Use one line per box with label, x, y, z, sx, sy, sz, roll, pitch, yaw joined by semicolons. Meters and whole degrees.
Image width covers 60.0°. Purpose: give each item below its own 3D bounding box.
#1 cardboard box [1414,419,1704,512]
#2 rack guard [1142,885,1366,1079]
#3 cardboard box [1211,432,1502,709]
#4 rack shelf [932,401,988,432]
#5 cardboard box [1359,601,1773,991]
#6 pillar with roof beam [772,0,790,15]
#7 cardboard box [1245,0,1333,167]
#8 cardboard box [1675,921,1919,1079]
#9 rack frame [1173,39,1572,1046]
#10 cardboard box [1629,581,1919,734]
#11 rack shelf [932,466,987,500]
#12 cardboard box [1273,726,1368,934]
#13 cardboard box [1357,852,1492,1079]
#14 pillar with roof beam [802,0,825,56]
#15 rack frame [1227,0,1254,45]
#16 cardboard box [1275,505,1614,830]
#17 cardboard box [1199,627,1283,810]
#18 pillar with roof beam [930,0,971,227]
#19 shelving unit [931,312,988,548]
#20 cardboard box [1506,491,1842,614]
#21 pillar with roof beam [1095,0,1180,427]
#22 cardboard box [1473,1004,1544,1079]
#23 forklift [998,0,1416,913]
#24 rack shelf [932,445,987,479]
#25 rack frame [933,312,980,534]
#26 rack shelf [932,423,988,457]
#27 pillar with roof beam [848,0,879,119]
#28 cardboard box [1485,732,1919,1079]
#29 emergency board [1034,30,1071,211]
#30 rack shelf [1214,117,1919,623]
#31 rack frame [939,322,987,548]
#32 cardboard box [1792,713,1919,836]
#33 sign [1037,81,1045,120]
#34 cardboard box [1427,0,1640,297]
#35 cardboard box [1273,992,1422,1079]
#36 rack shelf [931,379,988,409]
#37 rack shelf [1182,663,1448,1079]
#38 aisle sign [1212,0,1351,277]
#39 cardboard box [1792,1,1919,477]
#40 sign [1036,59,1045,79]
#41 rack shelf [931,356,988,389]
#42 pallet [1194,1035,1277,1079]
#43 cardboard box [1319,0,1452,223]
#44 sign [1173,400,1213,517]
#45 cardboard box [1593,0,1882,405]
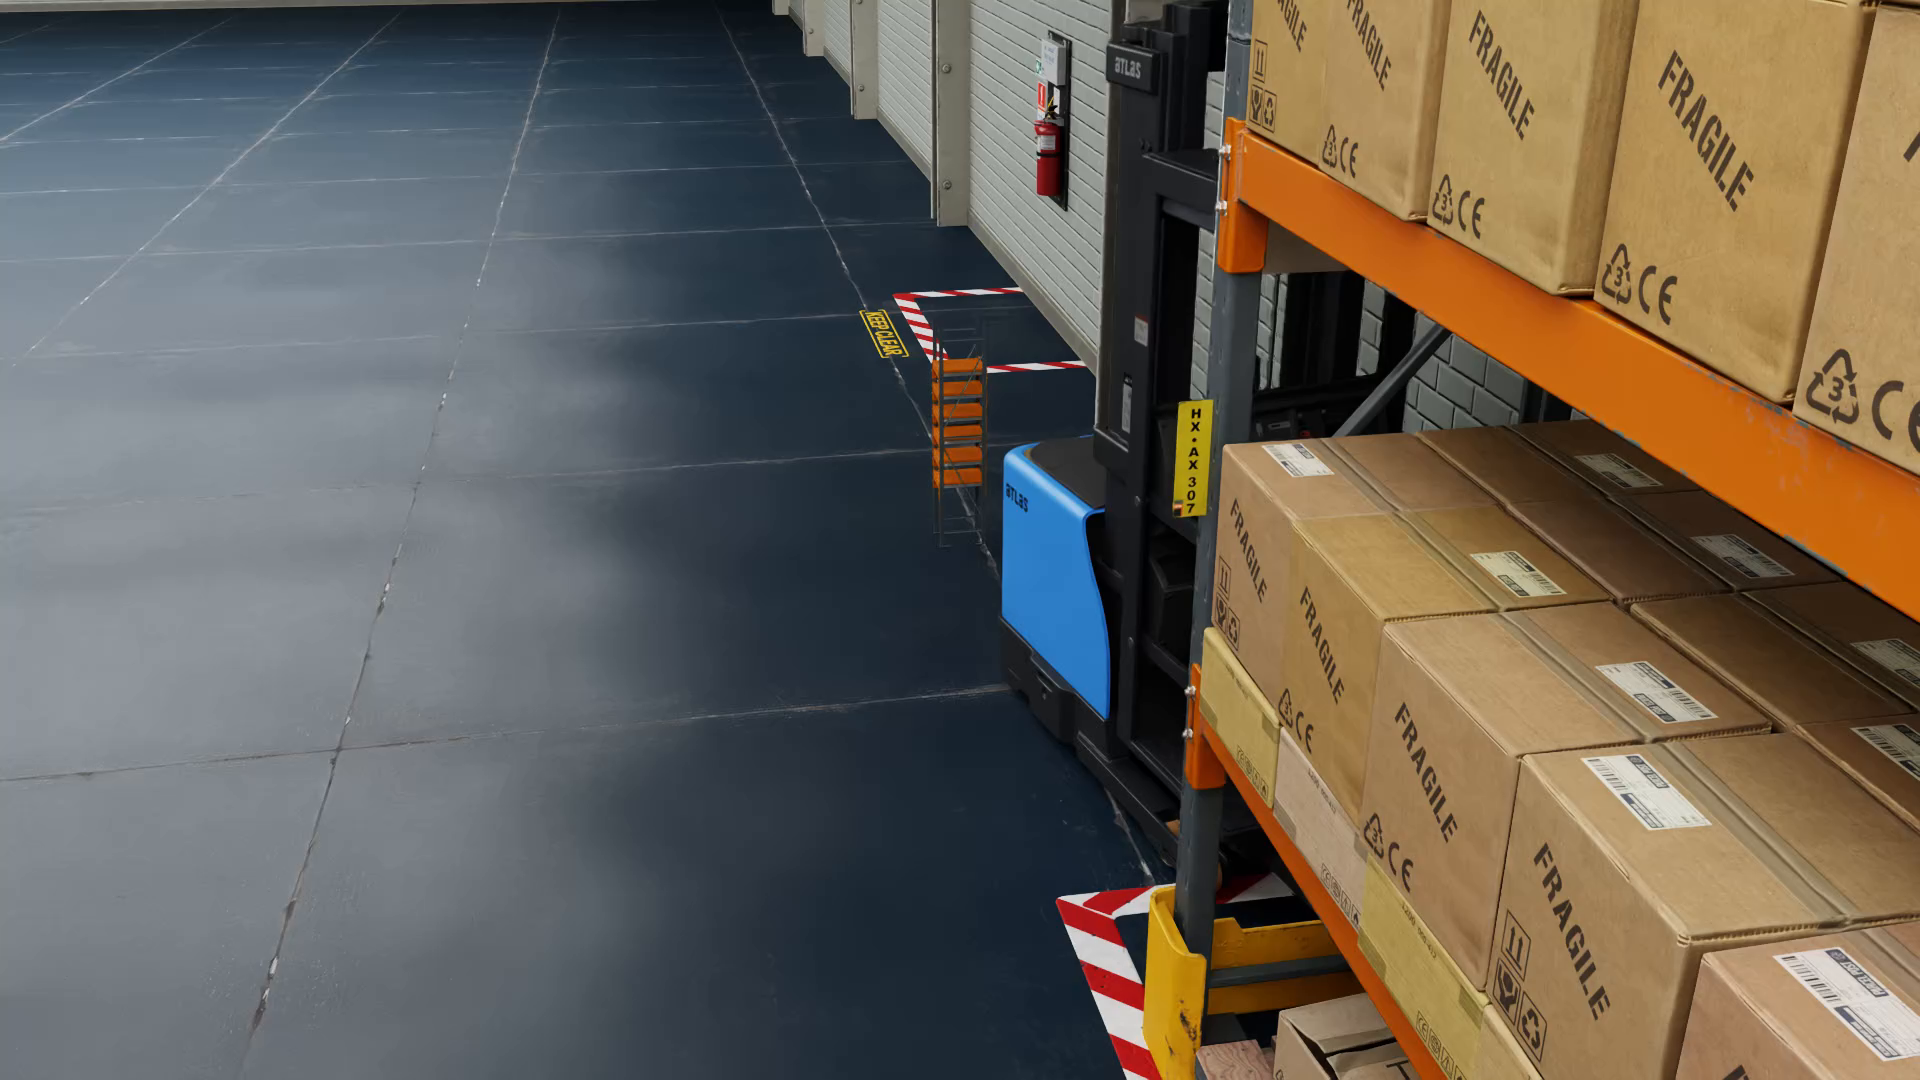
cardboard box;1.450;0.028;4.164;0.500;0.500;0.500;-5;24;-10
rack guard;1.168;1.318;5.108;1.175;0.500;0.348;-4;24;-10
cardboard box;0.947;0.068;4.071;0.500;0.500;0.500;-4;24;-10
rack shelf;-0.003;-0.625;8.493;0.258;0.103;0.180;-4;24;-10
cardboard box;1.118;0.467;3.158;0.500;0.500;0.500;-5;24;-11
pillar with roof beam;-7.645;-13.877;29.280;9.100;9.000;0.400;-4;24;-10
cardboard box;0.970;-1.137;3.708;0.500;0.500;0.500;-4;24;-8
cardboard box;1.322;0.874;2.227;0.500;0.500;0.500;-5;24;-11
rack frame;1.154;0.142;4.676;1.000;3.000;0.127;-4;24;-10
cardboard box;1.633;0.430;3.244;0.500;0.500;0.500;-5;24;-11
rack shelf;-0.003;-0.295;8.637;0.258;0.103;0.180;-4;24;-10
cardboard box;1.042;0.621;3.744;0.500;0.250;0.500;-5;24;-11
cardboard box;1.130;0.821;3.284;0.500;0.250;0.500;-5;24;-11
pillar with roof beam;-6.535;-11.517;23.877;9.100;9.000;0.400;-4;24;-10
rack frame;1.154;-2.607;3.476;1.000;3.000;0.127;-4;24;-10
cardboard box;1.028;0.263;3.625;0.500;0.500;0.500;-4;24;-10
cardboard box;0.932;0.417;4.209;0.500;0.250;0.500;-5;24;-11
pillar with roof beam;-4.316;-6.797;13.070;9.100;9.000;0.400;-4;24;-10
shelving unit;-0.003;-0.556;8.523;0.258;1.200;0.189;-4;24;-10
cardboard box;1.533;0.227;3.709;0.500;0.500;0.500;-4;24;-9
pillar with roof beam;-3.207;-4.437;7.666;9.100;9.000;0.400;-4;24;-10
cardboard box;1.222;1.020;2.828;0.500;0.250;0.500;-4;24;-9
forklift;1.206;-0.282;5.733;1.130;2.935;3.031;-10;25;-21
rack shelf;-0.003;-0.405;8.589;0.258;0.103;0.180;-4;24;-10
rack frame;-0.020;-0.592;8.605;0.240;1.200;0.006;-4;24;-10
rack shelf;-0.003;-0.515;8.541;0.258;0.103;0.180;-4;24;-10
pillar with roof beam;-5.426;-9.157;18.473;9.100;9.000;0.400;-4;24;-10
cardboard box;1.225;0.669;2.695;0.500;0.500;0.500;-4;24;-8
emergency board;0.604;-2.981;11.828;0.194;1.169;0.643;-4;24;-10
rack shelf;1.524;-0.116;2.419;1.077;0.370;4.000;-4;24;-10
rack frame;0.014;-0.520;8.440;0.240;1.200;0.006;-4;24;-10
cardboard box;1.726;0.628;2.790;0.500;0.500;0.500;-4;24;-9
sign;0.604;-3.223;12.336;0.001;0.329;0.234;-4;24;-10
cardboard box;1.134;-0.719;2.752;0.500;0.500;0.500;-3;24;-7
cardboard box;1.193;1.452;4.488;0.500;0.311;0.500;-7;25;-16
rack shelf;-0.003;-0.735;8.445;0.258;0.103;0.180;-4;24;-10
rack shelf;1.524;1.259;3.019;1.077;0.370;4.000;-4;24;-10
aisle sign;0.846;-1.055;4.170;0.394;0.787;0.004;-4;24;-10
cardboard box;1.337;-0.309;1.813;0.500;0.500;0.500;-5;24;-12
sign;0.596;-3.463;12.225;0.001;0.109;0.331;-4;24;-10
rack shelf;-0.003;-0.845;8.397;0.258;0.103;0.180;-4;24;-10
pallet;1.283;1.772;4.428;1.003;0.211;1.213;-4;24;-10
cardboard box;1.034;-0.923;3.219;0.500;0.500;0.500;-3;24;-6
sign;0.621;-0.214;4.411;0.100;0.325;0.005;-4;24;-10
cardboard box;1.254;-0.510;2.273;0.500;0.500;0.500;-3;24;-6
